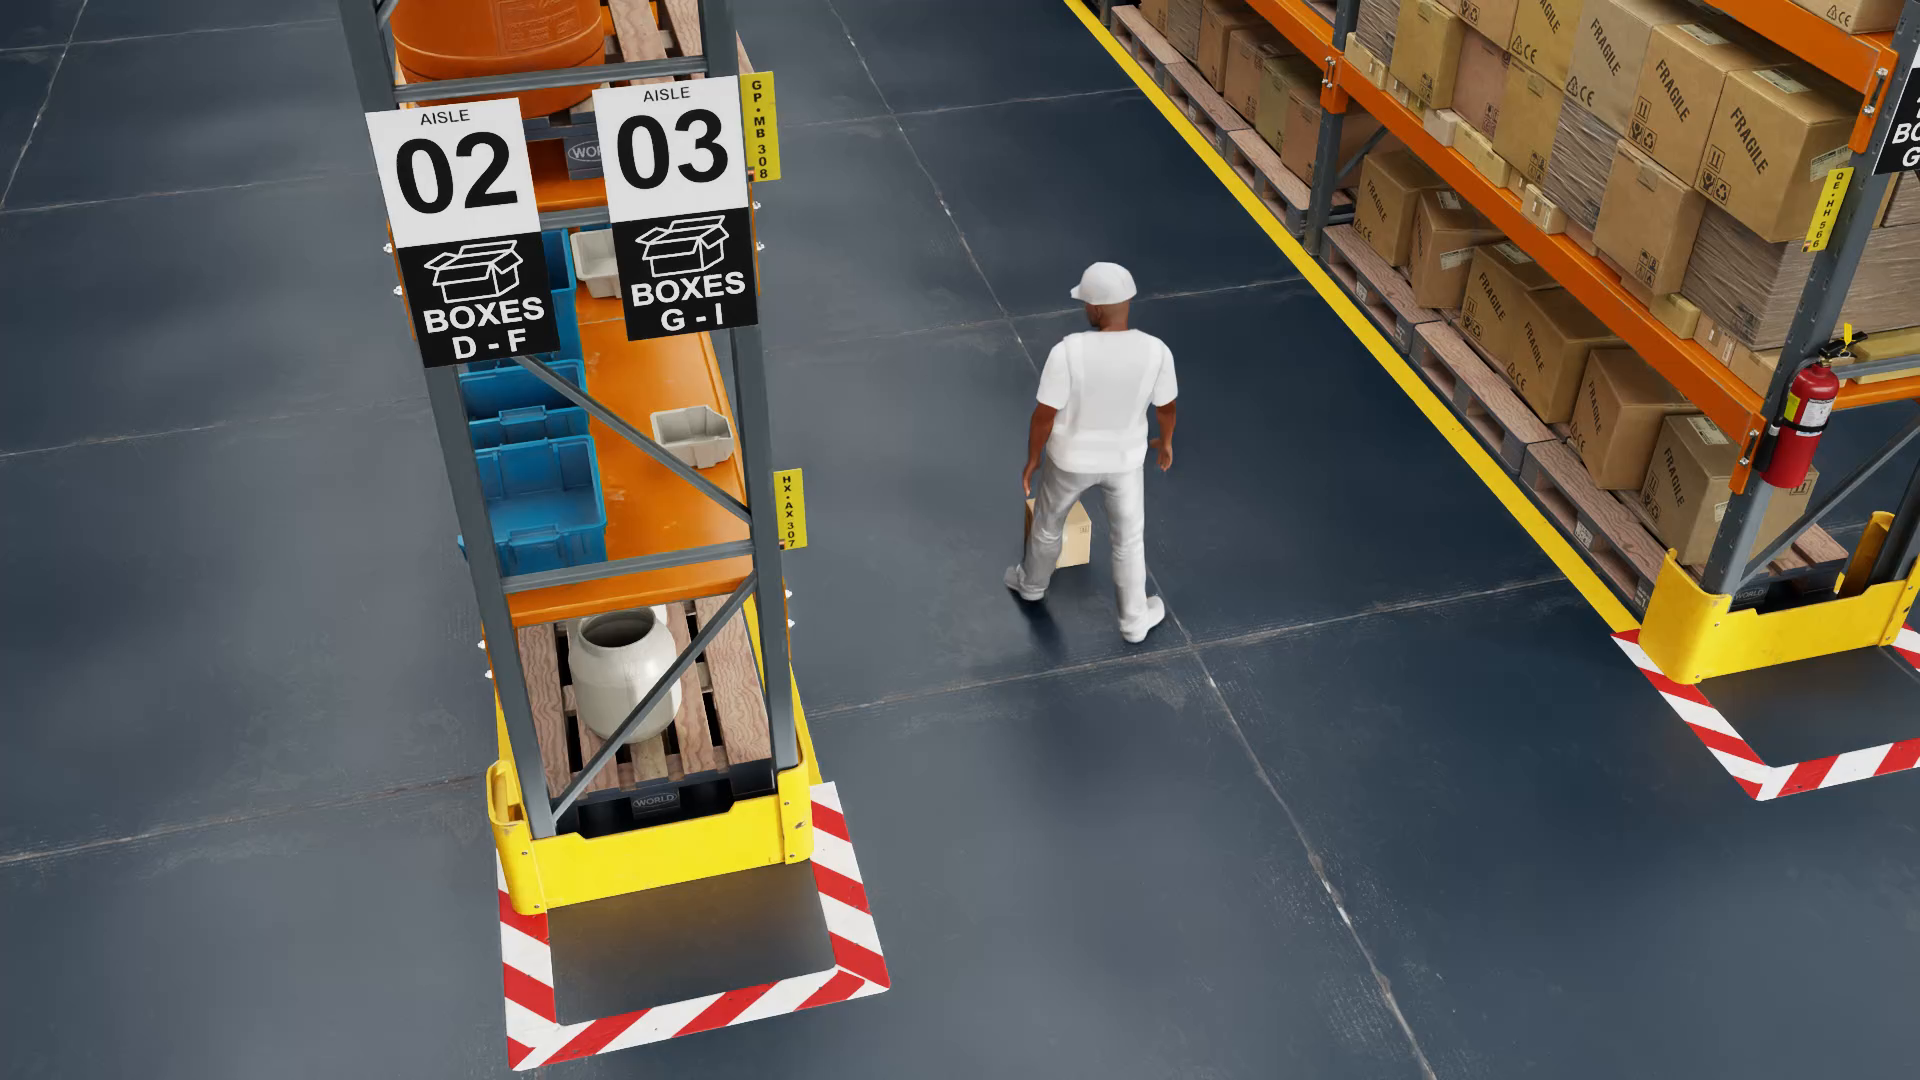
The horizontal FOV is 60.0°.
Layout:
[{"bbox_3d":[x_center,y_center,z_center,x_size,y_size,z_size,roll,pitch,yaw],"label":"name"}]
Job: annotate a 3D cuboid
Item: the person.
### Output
[{"bbox_3d":[0.573,-0.378,7.181,0.728,1.784,0.581,-1,38,-1],"label":"person"}]
